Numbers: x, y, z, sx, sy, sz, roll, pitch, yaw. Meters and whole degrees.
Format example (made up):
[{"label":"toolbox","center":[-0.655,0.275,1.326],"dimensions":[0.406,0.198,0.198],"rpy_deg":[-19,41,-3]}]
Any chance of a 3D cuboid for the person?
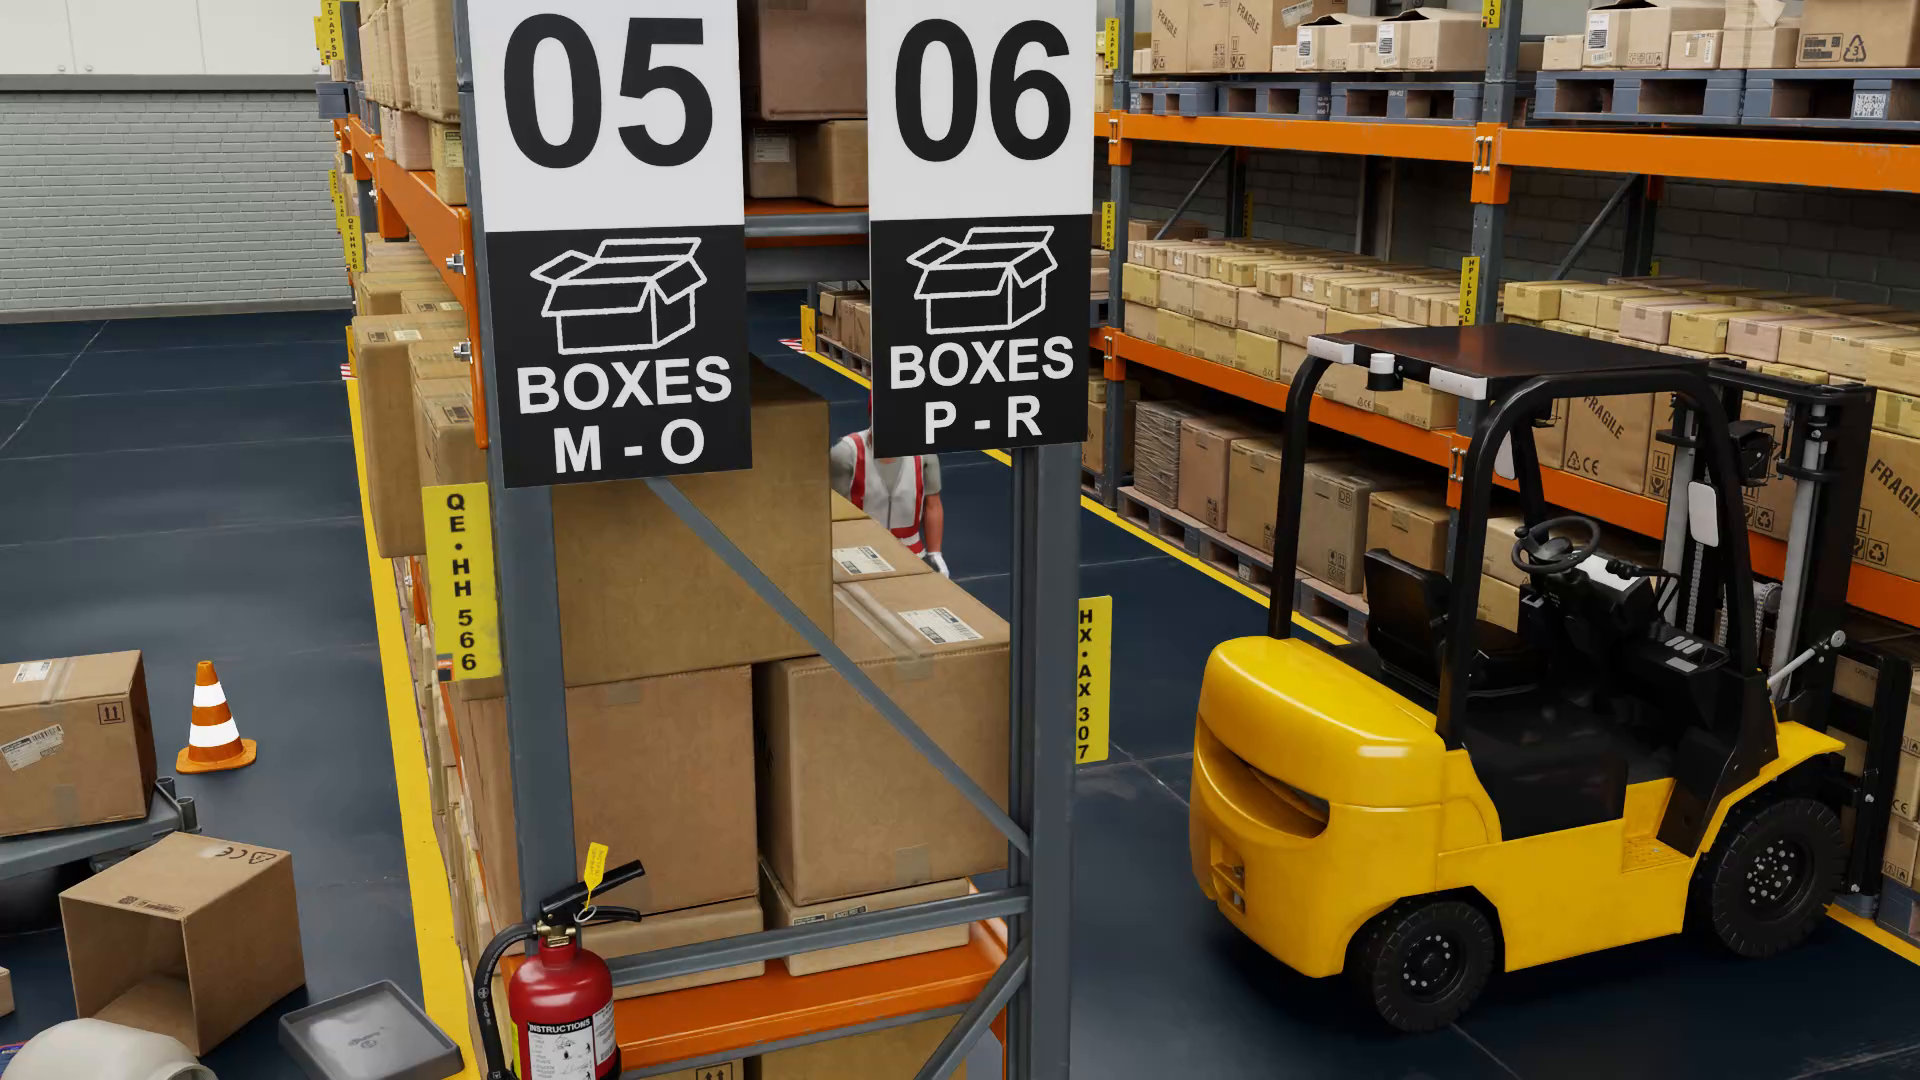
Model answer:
[{"label":"person","center":[-0.323,0.134,7.569],"dimensions":[0.538,1.752,0.428],"rpy_deg":[-5,16,-19]}]
